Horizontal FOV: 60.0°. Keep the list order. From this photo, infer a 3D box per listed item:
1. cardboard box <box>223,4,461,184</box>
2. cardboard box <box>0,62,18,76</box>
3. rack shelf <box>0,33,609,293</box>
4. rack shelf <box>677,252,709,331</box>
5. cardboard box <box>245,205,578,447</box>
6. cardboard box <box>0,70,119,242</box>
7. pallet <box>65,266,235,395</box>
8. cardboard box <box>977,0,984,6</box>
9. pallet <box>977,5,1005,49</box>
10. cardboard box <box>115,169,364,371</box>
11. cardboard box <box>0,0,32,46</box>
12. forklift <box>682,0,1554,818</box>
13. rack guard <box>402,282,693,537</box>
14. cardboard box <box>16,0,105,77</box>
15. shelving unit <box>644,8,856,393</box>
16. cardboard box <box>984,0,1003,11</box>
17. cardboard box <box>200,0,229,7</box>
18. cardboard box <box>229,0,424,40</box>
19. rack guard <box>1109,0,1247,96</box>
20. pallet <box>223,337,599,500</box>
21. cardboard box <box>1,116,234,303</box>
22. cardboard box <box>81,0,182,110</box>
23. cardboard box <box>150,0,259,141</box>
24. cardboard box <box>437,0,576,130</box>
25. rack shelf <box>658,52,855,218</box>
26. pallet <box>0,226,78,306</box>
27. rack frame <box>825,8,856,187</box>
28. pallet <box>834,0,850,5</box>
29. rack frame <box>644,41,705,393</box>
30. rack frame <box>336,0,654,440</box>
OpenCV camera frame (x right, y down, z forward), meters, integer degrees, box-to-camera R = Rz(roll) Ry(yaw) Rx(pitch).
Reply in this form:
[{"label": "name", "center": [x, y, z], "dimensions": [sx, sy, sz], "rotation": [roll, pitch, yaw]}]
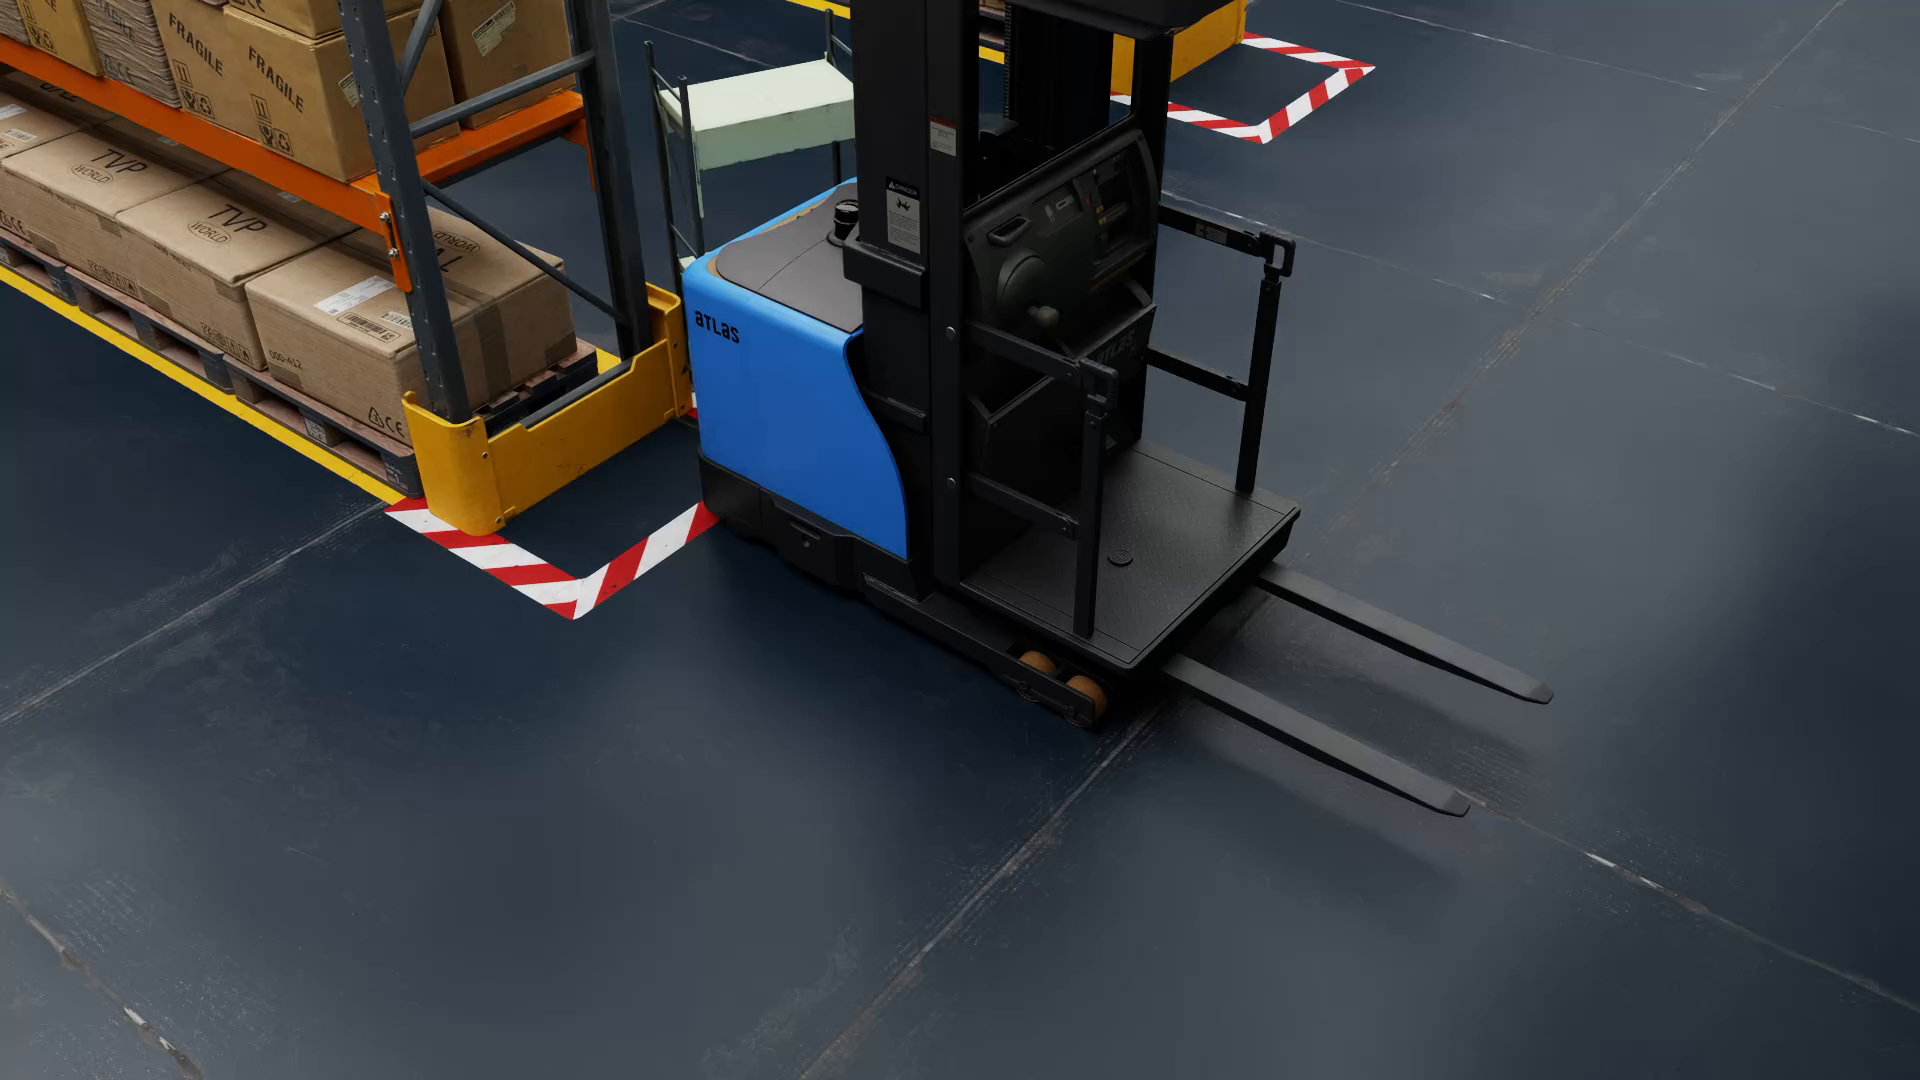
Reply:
[{"label": "cardboard box", "center": [-2.147, -1.626, 5.813], "dimensions": [0.500, 0.500, 0.500], "rotation": [26, 45, 29]}, {"label": "cardboard box", "center": [-5.321, -2.556, 8.464], "dimensions": [0.875, 0.875, 0.875], "rotation": [27, 45, 30]}, {"label": "rack shelf", "center": [-3.191, -2.001, 6.957], "dimensions": [4.000, 0.370, 1.077], "rotation": [25, 45, 29]}, {"label": "rack shelf", "center": [-0.748, -1.003, 6.843], "dimensions": [0.720, 0.370, 0.431], "rotation": [-18, 41, -21]}, {"label": "cardboard box", "center": [-2.188, -0.890, 6.692], "dimensions": [0.875, 0.438, 0.875], "rotation": [24, 44, 27]}, {"label": "cardboard box", "center": [-4.346, -1.903, 7.985], "dimensions": [0.875, 0.438, 0.875], "rotation": [25, 44, 28]}, {"label": "pallet", "center": [-3.250, -1.156, 7.555], "dimensions": [1.213, 0.211, 1.003], "rotation": [25, 45, 29]}, {"label": "cardboard box", "center": [0.152, -3.409, 10.143], "dimensions": [0.250, 0.149, 0.380], "rotation": [26, 45, 29]}, {"label": "pallet", "center": [0.640, -3.249, 10.229], "dimensions": [1.213, 0.211, 1.003], "rotation": [25, 45, 29]}, {"label": "cardboard box", "center": [-2.920, -1.229, 7.124], "dimensions": [0.875, 0.438, 0.875], "rotation": [27, 45, 30]}, {"label": "cardboard box", "center": [-3.778, -2.389, 6.787], "dimensions": [0.500, 0.500, 0.500], "rotation": [26, 45, 29]}, {"label": "forklift", "center": [0.492, -0.912, 5.038], "dimensions": [3.031, 2.935, 1.130], "rotation": [26, 45, 29]}, {"label": "rack guard", "center": [-1.584, -0.542, 6.537], "dimensions": [0.348, 0.500, 1.175], "rotation": [25, 45, 29]}, {"label": "cardboard box", "center": [-3.369, -2.196, 6.541], "dimensions": [0.500, 0.500, 0.500], "rotation": [27, 45, 30]}, {"label": "shelving unit", "center": [-0.748, -1.260, 6.642], "dimensions": [0.755, 1.500, 0.431], "rotation": [-18, 41, -21]}, {"label": "cardboard box", "center": [0.356, -3.323, 10.033], "dimensions": [0.250, 0.149, 0.380], "rotation": [25, 44, 28]}, {"label": "cardboard box", "center": [-2.563, -2.214, 5.753], "dimensions": [0.500, 0.500, 0.500], "rotation": [25, 45, 29]}, {"label": "cardboard box", "center": [-2.130, -2.033, 5.521], "dimensions": [0.500, 0.500, 0.500], "rotation": [27, 45, 30]}, {"label": "rack guard", "center": [1.264, -3.042, 9.729], "dimensions": [0.348, 0.500, 1.175], "rotation": [25, 45, 29]}, {"label": "pallet", "center": [-2.285, -0.699, 6.971], "dimensions": [1.213, 0.211, 1.003], "rotation": [25, 45, 29]}, {"label": "cardboard box", "center": [-3.635, -1.568, 7.557], "dimensions": [0.875, 0.438, 0.875], "rotation": [24, 44, 27]}, {"label": "cardboard box", "center": [-2.951, -2.009, 6.302], "dimensions": [0.500, 0.500, 0.500], "rotation": [27, 45, 30]}, {"label": "cardboard box", "center": [-2.536, -1.821, 6.062], "dimensions": [0.500, 0.500, 0.500], "rotation": [24, 44, 28]}, {"label": "cardboard box", "center": [-1.810, -1.895, 6.157], "dimensions": [0.500, 0.500, 0.500], "rotation": [25, 44, 28]}, {"label": "rack shelf", "center": [-0.748, -1.567, 6.402], "dimensions": [0.720, 0.370, 0.431], "rotation": [-18, 41, -21]}, {"label": "pallet", "center": [-4.224, -1.613, 8.139], "dimensions": [1.213, 0.211, 1.003], "rotation": [25, 45, 29]}, {"label": "rack frame", "center": [-0.423, -1.363, 6.775], "dimensions": [0.023, 1.500, 0.400], "rotation": [-18, 41, -21]}, {"label": "pallet", "center": [-0.325, -3.707, 10.813], "dimensions": [1.213, 0.211, 1.003], "rotation": [25, 45, 29]}, {"label": "rack frame", "center": [-1.073, -1.156, 6.510], "dimensions": [0.023, 1.500, 0.400], "rotation": [-18, 41, -21]}, {"label": "rack frame", "center": [-1.603, -1.536, 5.778], "dimensions": [0.127, 3.000, 1.000], "rotation": [25, 45, 29]}]
